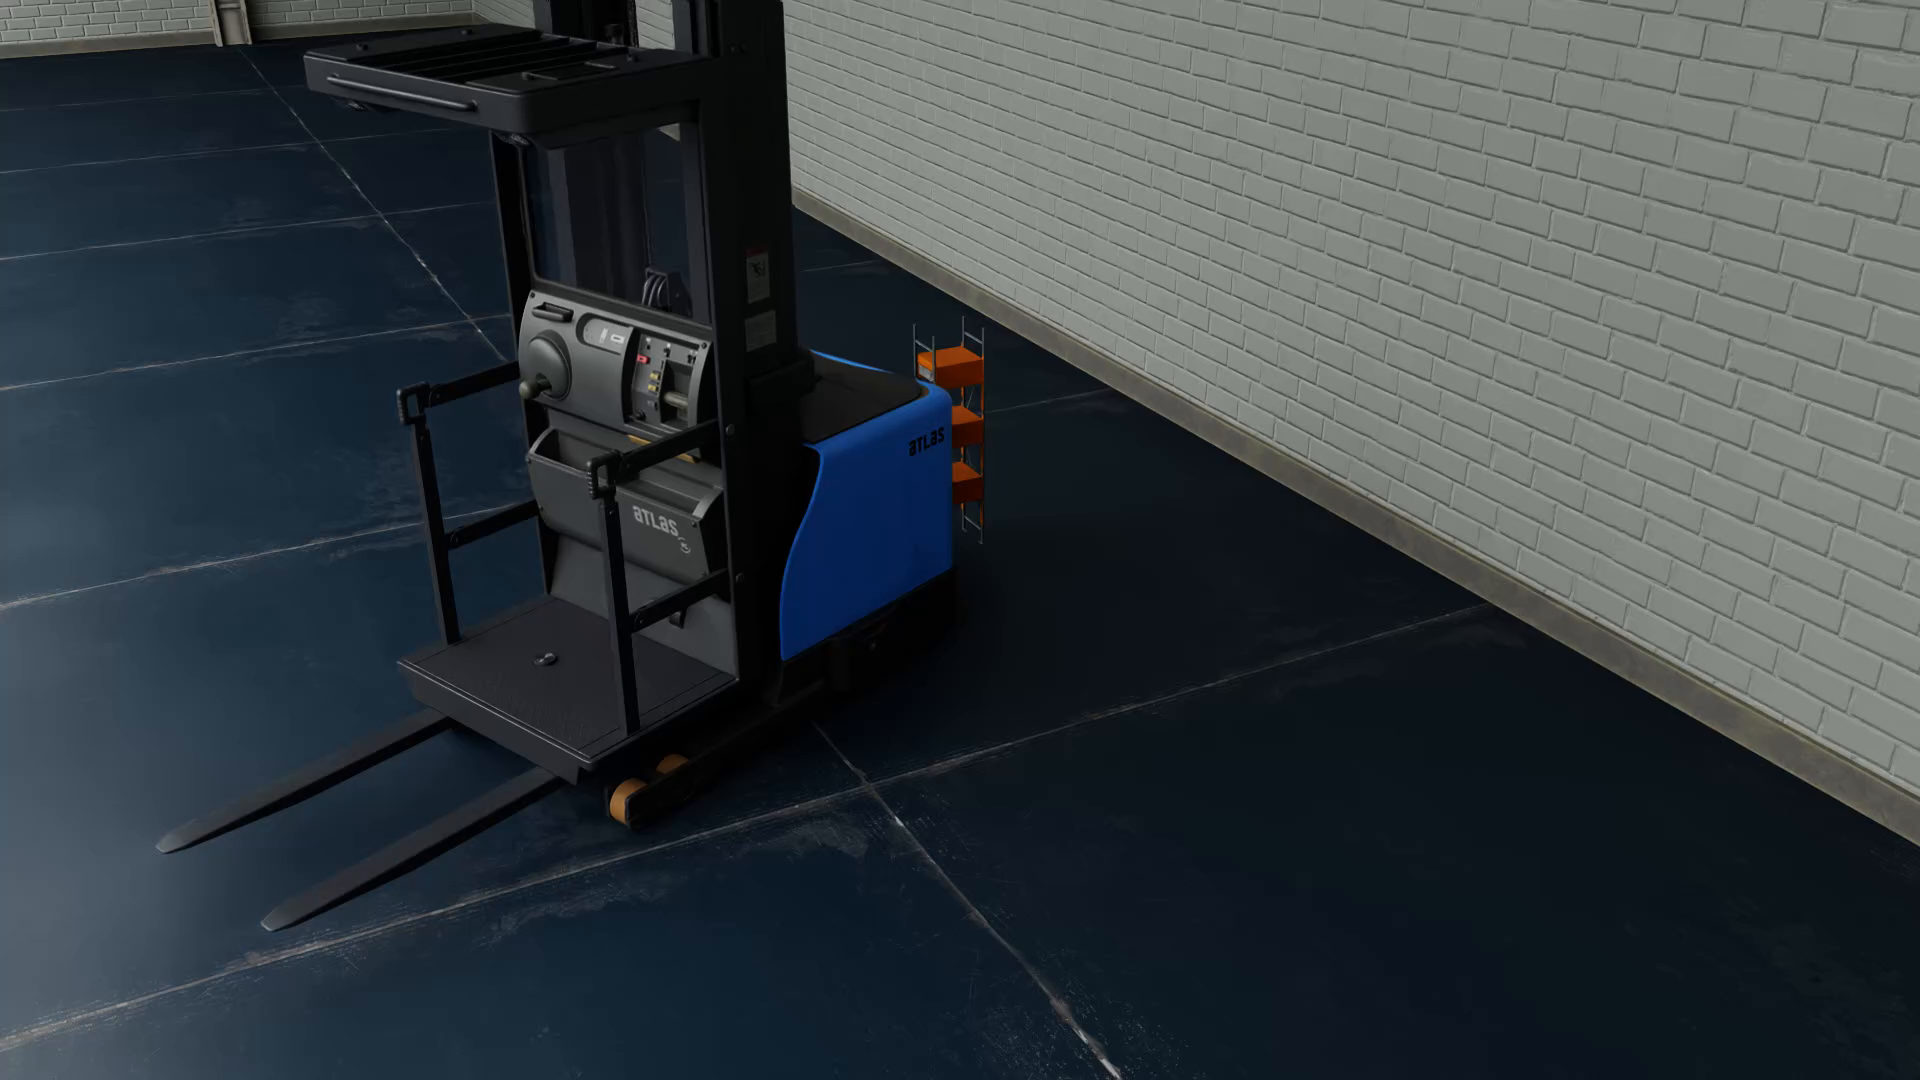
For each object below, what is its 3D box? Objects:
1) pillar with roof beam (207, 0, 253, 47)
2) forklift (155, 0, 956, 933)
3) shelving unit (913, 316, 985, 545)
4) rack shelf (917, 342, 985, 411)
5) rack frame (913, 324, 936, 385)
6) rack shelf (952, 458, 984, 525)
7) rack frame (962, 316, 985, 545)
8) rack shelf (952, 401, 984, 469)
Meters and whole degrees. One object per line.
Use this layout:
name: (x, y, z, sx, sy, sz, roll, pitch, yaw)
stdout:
pillar with roof beam: (-6.922, -8.532, 15.124, 0.400, 9.000, 9.100, -13, 29, -25)
forklift: (-1.328, -0.579, 5.569, 1.130, 2.935, 3.031, 19, 32, 34)
shelving unit: (-0.047, -0.462, 7.500, 0.252, 1.050, 0.215, -13, 29, -25)
rack shelf: (-0.047, -0.709, 7.382, 0.240, 0.259, 0.215, -13, 29, -25)
rack frame: (-0.155, -0.438, 7.448, 0.008, 1.050, 0.200, -13, 29, -25)
rack shelf: (-0.047, -0.202, 7.625, 0.240, 0.259, 0.215, -13, 29, -25)
rack frame: (0.060, -0.487, 7.552, 0.008, 1.050, 0.200, -13, 29, -25)
rack shelf: (-0.047, -0.453, 7.505, 0.240, 0.259, 0.215, -13, 29, -25)
